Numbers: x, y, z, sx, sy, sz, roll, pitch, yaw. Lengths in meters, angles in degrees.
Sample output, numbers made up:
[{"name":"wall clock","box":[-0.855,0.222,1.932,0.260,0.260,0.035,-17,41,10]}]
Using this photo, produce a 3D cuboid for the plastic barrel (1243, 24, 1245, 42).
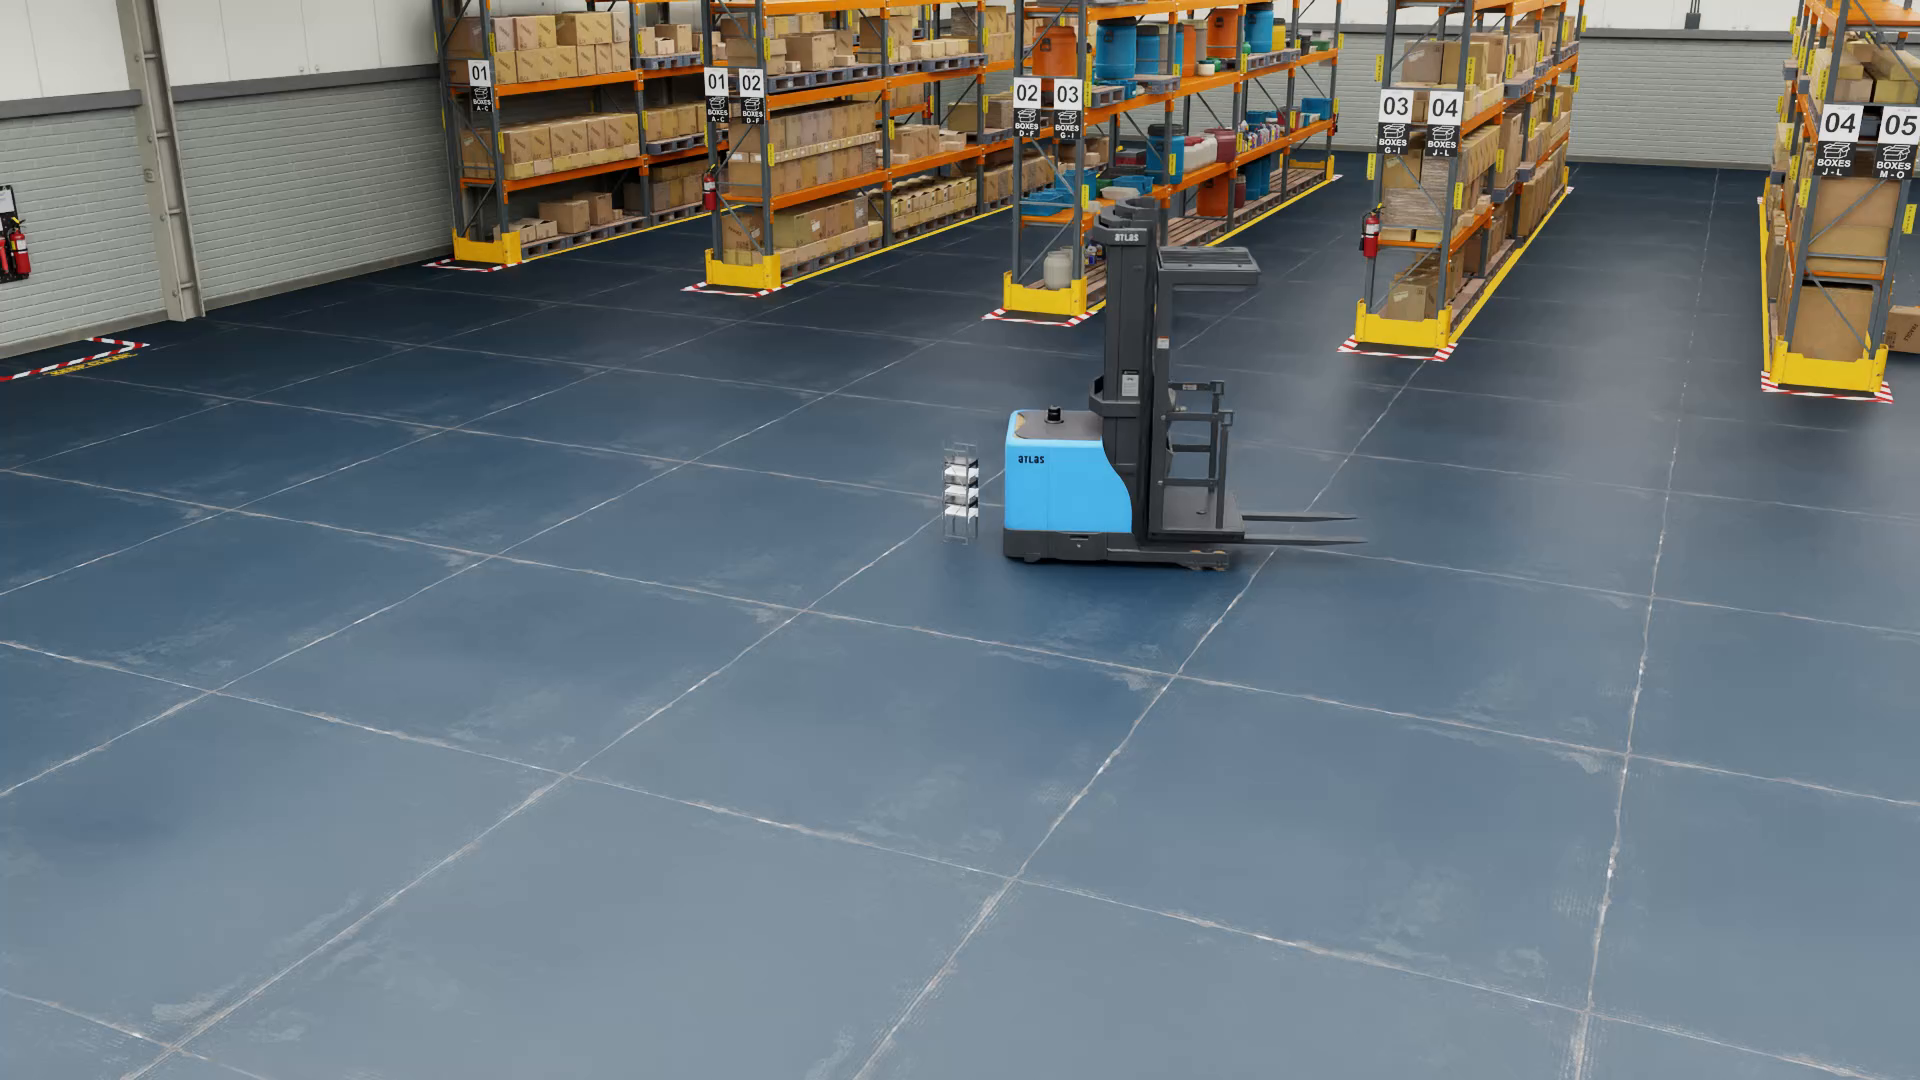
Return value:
[{"name":"plastic barrel","box":[5.080,-9.336,30.938,0.433,0.535,0.433,0,20,0]}]

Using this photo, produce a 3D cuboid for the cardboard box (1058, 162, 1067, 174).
[{"name":"cardboard box","box":[1.981,-8.041,35.959,0.500,0.311,0.500,9,21,23]}]

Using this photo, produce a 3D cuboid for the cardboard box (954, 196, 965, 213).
[{"name":"cardboard box","box":[-0.227,-6.329,31.266,0.500,0.250,0.500,8,21,22]}]

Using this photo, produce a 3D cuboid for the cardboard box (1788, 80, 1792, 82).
[{"name":"cardboard box","box":[16.143,-8.555,31.963,0.500,0.500,0.500,9,22,24]}]

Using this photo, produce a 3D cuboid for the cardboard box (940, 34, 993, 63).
[{"name":"cardboard box","box":[0.122,-9.378,31.735,0.910,0.500,0.500,9,21,23]}]

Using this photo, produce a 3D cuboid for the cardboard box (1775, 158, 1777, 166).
[{"name":"cardboard box","box":[13.485,-6.155,27.048,0.380,0.149,0.250,9,21,24]}]

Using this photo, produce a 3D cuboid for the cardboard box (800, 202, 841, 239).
[{"name":"cardboard box","box":[-2.263,-5.181,26.918,0.500,0.500,0.500,9,21,23]}]

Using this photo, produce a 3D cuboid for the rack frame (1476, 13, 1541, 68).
[{"name":"rack frame","box":[9.010,-9.245,27.036,1.000,3.000,0.127,9,21,23]}]

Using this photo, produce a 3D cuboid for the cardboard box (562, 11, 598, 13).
[{"name":"cardboard box","box":[-6.646,-9.065,29.335,0.500,0.500,0.500,9,21,24]}]

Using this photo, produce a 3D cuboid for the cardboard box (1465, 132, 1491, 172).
[{"name":"cardboard box","box":[7.030,-5.373,23.016,0.500,0.500,0.500,9,21,23]}]

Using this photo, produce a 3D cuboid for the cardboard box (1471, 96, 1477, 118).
[{"name":"cardboard box","box":[6.373,-5.586,21.447,0.500,0.250,0.500,8,21,21]}]

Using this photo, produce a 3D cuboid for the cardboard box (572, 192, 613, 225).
[{"name":"cardboard box","box":[-6.573,-5.942,29.774,0.500,0.500,0.500,7,21,19]}]

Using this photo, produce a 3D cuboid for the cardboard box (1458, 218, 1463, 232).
[{"name":"cardboard box","box":[6.497,-4.212,22.211,0.380,0.149,0.250,9,21,23]}]

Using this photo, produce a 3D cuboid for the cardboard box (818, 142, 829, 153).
[{"name":"cardboard box","box":[-2.314,-6.247,26.440,0.380,0.149,0.250,9,21,23]}]

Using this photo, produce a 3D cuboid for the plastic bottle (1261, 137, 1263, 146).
[{"name":"plastic bottle","box":[5.734,-7.646,31.787,0.097,0.201,0.097,0,20,0]}]

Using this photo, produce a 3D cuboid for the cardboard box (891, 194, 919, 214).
[{"name":"cardboard box","box":[-1.058,-5.968,29.412,0.500,0.311,0.500,8,21,22]}]

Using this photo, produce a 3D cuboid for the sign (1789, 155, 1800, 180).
[{"name":"sign","box":[11.357,-5.064,22.623,0.100,0.325,0.005,9,21,23]}]

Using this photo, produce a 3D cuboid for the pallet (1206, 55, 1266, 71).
[{"name":"pallet","box":[4.894,-8.643,30.101,1.003,0.211,1.213,9,21,23]}]

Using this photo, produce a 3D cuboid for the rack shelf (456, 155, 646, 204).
[{"name":"rack shelf","box":[-7.004,-6.285,28.738,1.077,0.370,4.000,9,21,23]}]

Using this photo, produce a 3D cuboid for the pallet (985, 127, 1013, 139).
[{"name":"pallet","box":[0.766,-8.284,33.572,1.003,0.211,1.213,9,21,23]}]

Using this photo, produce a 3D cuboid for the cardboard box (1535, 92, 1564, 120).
[{"name":"cardboard box","box":[11.495,-8.485,32.512,0.500,0.500,0.500,8,21,21]}]

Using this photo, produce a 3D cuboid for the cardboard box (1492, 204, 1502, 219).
[{"name":"cardboard box","box":[8.555,-5.429,27.213,0.500,0.250,0.500,11,22,29]}]

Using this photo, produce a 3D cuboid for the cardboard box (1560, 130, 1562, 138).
[{"name":"cardboard box","box":[11.815,-8.125,33.213,0.380,0.149,0.250,9,21,24]}]

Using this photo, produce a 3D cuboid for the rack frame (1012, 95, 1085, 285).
[{"name":"rack frame","box":[1.216,-4.653,23.076,1.000,3.000,0.127,9,21,23]}]

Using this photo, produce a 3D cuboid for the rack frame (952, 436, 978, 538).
[{"name":"rack frame","box":[0.045,-0.458,14.412,0.240,0.900,0.006,9,21,23]}]

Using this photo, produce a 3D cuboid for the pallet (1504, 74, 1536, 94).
[{"name":"pallet","box":[8.144,-7.012,25.514,1.213,0.211,1.003,9,21,23]}]

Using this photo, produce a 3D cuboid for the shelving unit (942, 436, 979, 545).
[{"name":"shelving unit","box":[0.003,-0.426,14.325,0.258,0.900,0.210,9,21,23]}]

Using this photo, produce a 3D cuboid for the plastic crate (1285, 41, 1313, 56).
[{"name":"plastic crate","box":[6.888,-10.015,33.872,0.497,0.269,0.590,9,21,23]}]

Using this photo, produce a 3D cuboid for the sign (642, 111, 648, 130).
[{"name":"sign","box":[-5.686,-7.571,29.988,0.100,0.325,0.005,9,21,23]}]

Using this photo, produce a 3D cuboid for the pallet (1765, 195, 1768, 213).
[{"name":"pallet","box":[16.374,-6.572,32.634,1.003,0.211,1.213,9,21,23]}]

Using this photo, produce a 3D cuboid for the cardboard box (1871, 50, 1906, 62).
[{"name":"cardboard box","box":[11.997,-6.245,21.484,0.380,0.149,0.250,8,21,22]}]

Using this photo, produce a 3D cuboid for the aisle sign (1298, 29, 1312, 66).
[{"name":"aisle sign","box":[7.526,-10.832,36.570,0.394,0.787,0.004,9,21,23]}]

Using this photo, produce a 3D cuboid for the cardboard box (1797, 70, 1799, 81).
[{"name":"cardboard box","box":[13.897,-7.684,26.973,0.500,0.500,0.500,9,21,23]}]

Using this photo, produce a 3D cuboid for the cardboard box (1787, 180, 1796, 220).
[{"name":"cardboard box","box":[11.826,-4.728,23.137,0.500,0.500,0.500,8,21,22]}]

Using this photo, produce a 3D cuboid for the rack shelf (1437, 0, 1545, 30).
[{"name":"rack shelf","box":[8.191,-8.107,25.504,1.077,0.370,4.000,9,21,23]}]

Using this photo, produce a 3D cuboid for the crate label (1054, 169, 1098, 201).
[{"name":"crate label","box":[1.723,-5.269,24.756,0.502,0.435,0.616,9,21,23]}]

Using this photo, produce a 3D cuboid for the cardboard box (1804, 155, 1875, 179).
[{"name":"cardboard box","box":[10.998,-4.463,20.705,0.875,0.550,0.500,9,21,23]}]

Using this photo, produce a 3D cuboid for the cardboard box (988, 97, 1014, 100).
[{"name":"cardboard box","box":[0.945,-8.698,33.675,0.700,0.500,0.500,3,20,9]}]

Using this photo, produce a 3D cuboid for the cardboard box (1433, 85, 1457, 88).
[{"name":"cardboard box","box":[6.243,-5.716,21.218,0.380,0.149,0.250,8,21,22]}]

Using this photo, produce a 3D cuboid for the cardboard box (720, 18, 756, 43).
[{"name":"cardboard box","box":[-4.404,-10.279,33.613,0.700,0.500,0.500,7,21,18]}]

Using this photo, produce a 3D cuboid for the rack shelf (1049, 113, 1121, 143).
[{"name":"rack shelf","box":[2.431,-9.274,37.144,1.077,0.370,4.000,9,21,23]}]

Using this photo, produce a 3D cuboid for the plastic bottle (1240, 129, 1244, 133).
[{"name":"plastic bottle","box":[5.564,-8.015,32.826,0.097,0.201,0.097,0,20,0]}]

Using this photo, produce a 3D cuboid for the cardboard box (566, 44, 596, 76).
[{"name":"cardboard box","box":[-6.577,-8.189,28.363,0.500,0.500,0.500,8,21,21]}]

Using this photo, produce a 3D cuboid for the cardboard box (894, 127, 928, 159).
[{"name":"cardboard box","box":[-0.914,-7.150,29.949,0.500,0.500,0.500,9,21,23]}]

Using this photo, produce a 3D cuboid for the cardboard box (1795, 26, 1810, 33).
[{"name":"cardboard box","box":[16.131,-9.703,31.681,0.380,0.149,0.250,9,21,23]}]

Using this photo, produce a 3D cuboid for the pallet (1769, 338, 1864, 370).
[{"name":"pallet","box":[10.474,-2.203,20.349,1.003,0.211,1.213,9,21,23]}]

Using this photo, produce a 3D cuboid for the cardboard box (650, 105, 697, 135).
[{"name":"cardboard box","box":[-5.469,-8.016,31.726,0.700,0.500,0.500,12,23,30]}]

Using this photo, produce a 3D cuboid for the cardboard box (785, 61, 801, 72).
[{"name":"cardboard box","box":[-2.659,-7.228,25.379,0.380,0.149,0.250,9,21,23]}]

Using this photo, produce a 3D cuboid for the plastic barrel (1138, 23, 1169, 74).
[{"name":"plastic barrel","box":[3.132,-7.910,27.010,0.600,0.901,0.600,0,20,0]}]

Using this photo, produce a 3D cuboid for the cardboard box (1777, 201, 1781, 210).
[{"name":"cardboard box","box":[13.535,-5.326,26.952,0.500,0.250,0.500,8,21,21]}]

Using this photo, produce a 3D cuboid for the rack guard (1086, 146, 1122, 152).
[{"name":"rack guard","box":[3.219,-9.024,39.097,1.175,0.500,0.348,9,21,23]}]

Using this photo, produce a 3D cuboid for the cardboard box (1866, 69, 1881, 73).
[{"name":"cardboard box","box":[11.269,-5.565,20.167,0.500,0.250,0.500,8,21,22]}]

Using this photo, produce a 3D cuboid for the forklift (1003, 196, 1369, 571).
[{"name":"forklift","box":[1.902,-1.310,13.778,3.031,2.935,1.130,1,20,4]}]

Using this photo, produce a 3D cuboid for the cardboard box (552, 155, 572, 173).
[{"name":"cardboard box","box":[-6.919,-6.372,28.104,0.500,0.250,0.500,8,21,22]}]

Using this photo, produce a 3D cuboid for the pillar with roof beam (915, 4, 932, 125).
[{"name":"pillar with roof beam","box":[2.973,-14.083,40.639,9.100,9.000,0.400,9,21,23]}]

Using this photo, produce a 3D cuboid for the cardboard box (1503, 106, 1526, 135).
[{"name":"cardboard box","box":[9.324,-7.160,28.479,0.797,0.503,0.637,9,22,25]}]
